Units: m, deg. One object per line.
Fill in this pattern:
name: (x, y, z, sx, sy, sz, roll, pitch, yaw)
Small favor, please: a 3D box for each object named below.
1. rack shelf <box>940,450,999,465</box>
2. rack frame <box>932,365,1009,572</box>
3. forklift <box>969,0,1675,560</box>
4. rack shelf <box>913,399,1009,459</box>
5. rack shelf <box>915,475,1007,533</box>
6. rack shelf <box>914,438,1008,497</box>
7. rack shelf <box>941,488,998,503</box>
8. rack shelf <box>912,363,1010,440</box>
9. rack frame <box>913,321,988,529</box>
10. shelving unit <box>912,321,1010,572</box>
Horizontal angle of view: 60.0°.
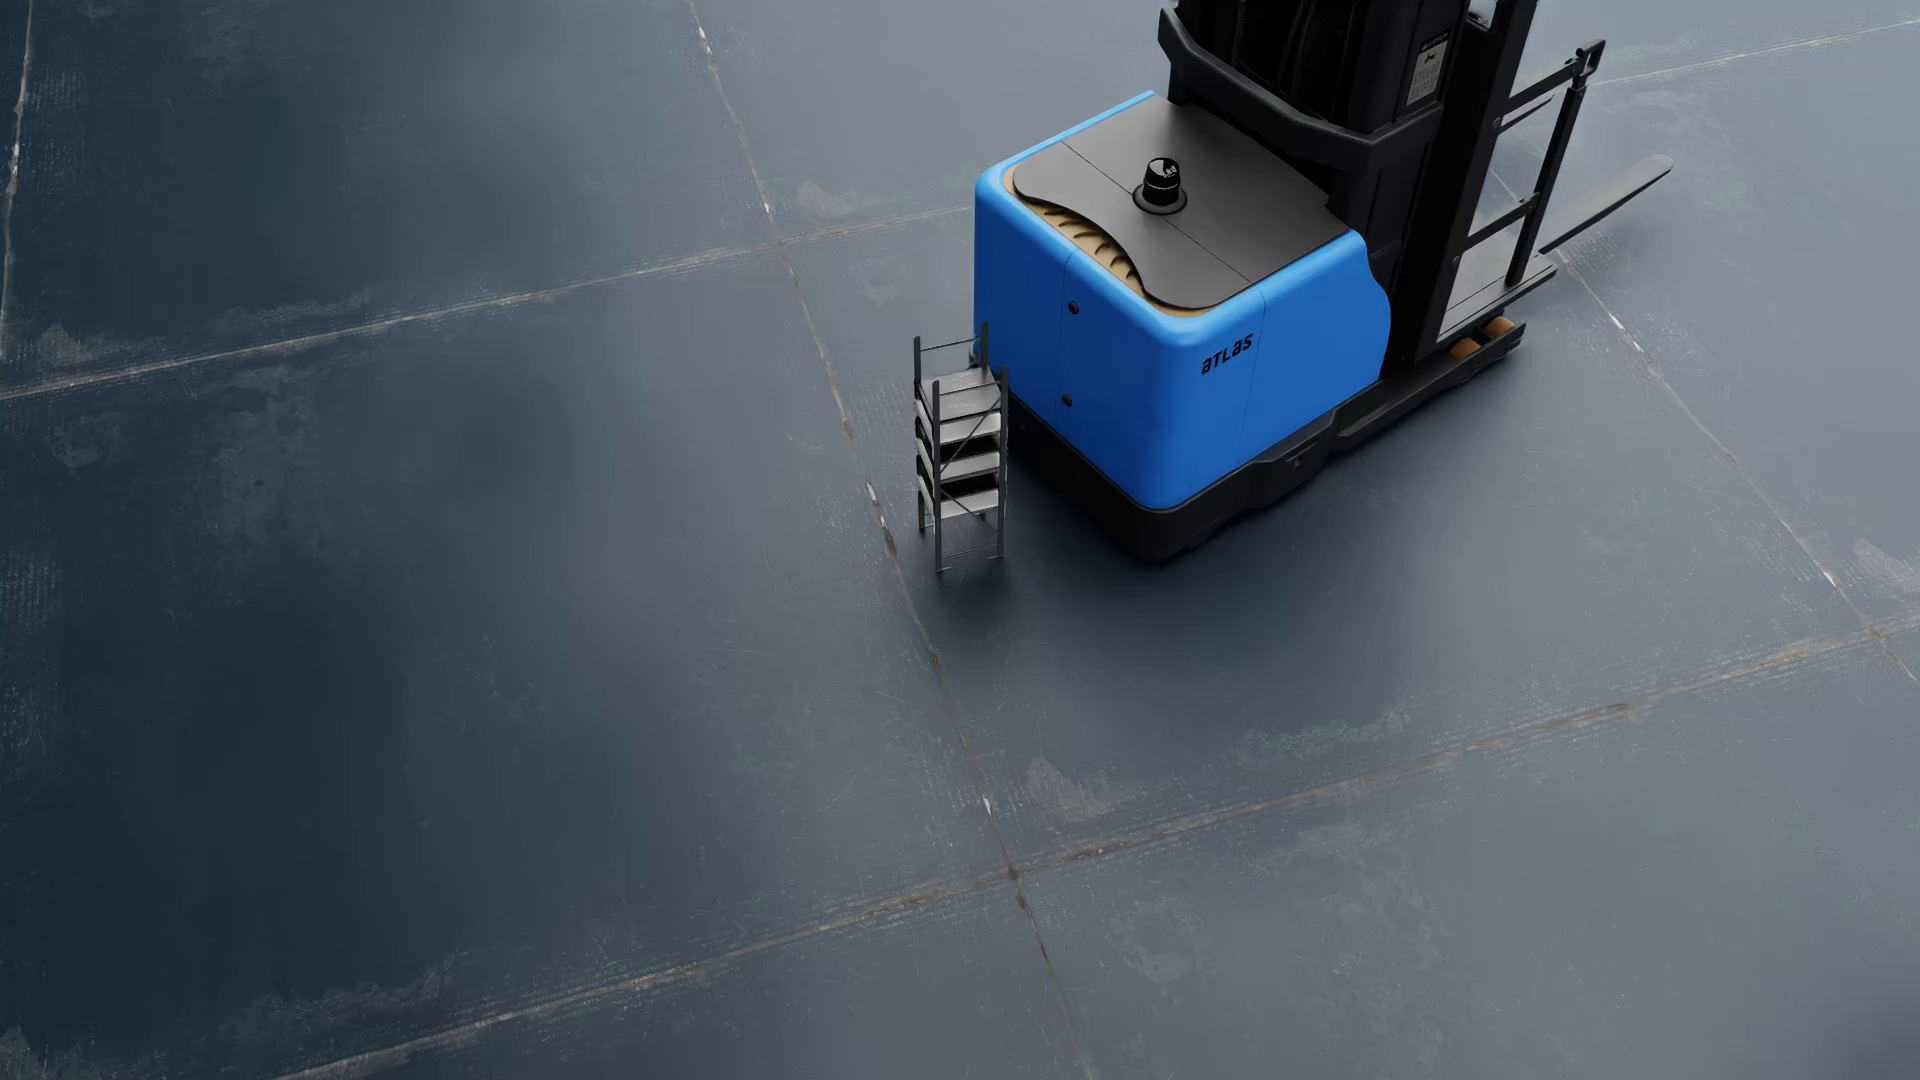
rack shelf: (0.002, -0.330, 5.346, 0.199, 0.015, 0.184, -13, 51, -11)
rack frame: (0.032, -0.210, 5.338, 0.240, 0.900, 0.006, -13, 51, -11)
forklift: (1.506, -1.827, 5.373, 3.031, 2.935, 1.130, -31, 56, -23)
rack shelf: (0.002, -0.379, 5.289, 0.258, 0.077, 0.200, -13, 51, -11)
rack shelf: (0.002, -0.147, 5.564, 0.258, 0.077, 0.200, -13, 51, -11)
rack shelf: (0.002, -0.263, 5.426, 0.258, 0.077, 0.200, -13, 51, -11)
rack shelf: (0.002, -0.214, 5.484, 0.199, 0.015, 0.184, -13, 51, -11)
rack shelf: (0.002, -0.437, 5.220, 0.258, 0.077, 0.200, -13, 51, -11)
rack frame: (-0.028, -0.358, 5.464, 0.240, 0.900, 0.006, -13, 51, -11)
shelving unit: (0.002, -0.284, 5.401, 0.258, 0.900, 0.210, -13, 51, -11)
